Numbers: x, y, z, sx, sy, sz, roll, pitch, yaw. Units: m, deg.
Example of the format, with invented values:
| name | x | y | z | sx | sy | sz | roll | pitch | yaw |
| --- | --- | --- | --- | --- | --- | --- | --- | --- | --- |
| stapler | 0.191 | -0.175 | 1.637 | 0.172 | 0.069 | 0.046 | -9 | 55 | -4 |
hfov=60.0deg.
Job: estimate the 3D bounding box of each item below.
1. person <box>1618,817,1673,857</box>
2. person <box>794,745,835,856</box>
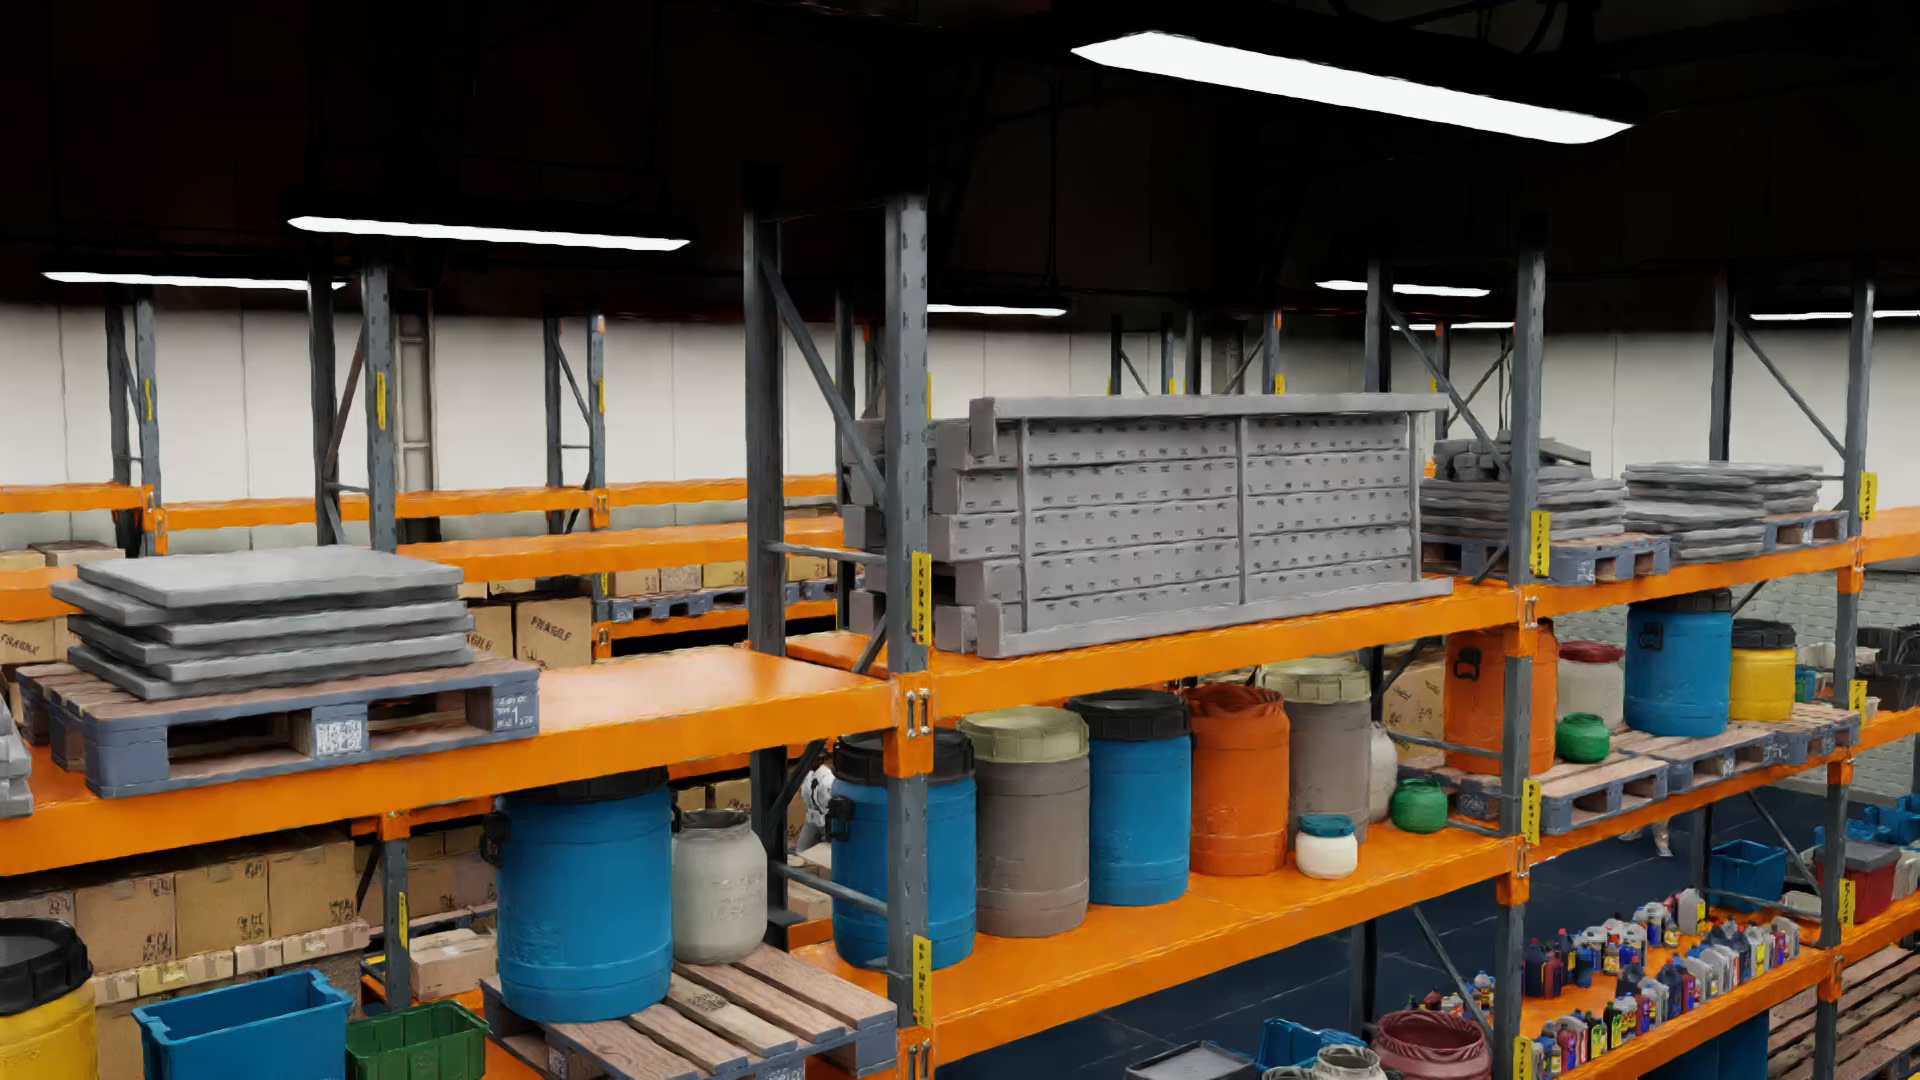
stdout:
| name | x | y | z | sx | sy | sz | roll | pitch | yaw |
| --- | --- | --- | --- | --- | --- | --- | --- | --- | --- |
| person | 7.558 | 2.624 | 18.275 | 0.701 | 1.562 | 0.857 | 4 | 7 | 34 |
| person | -1.364 | 2.779 | 16.407 | 1.091 | 1.590 | 0.445 | -5 | 7 | -42 |
